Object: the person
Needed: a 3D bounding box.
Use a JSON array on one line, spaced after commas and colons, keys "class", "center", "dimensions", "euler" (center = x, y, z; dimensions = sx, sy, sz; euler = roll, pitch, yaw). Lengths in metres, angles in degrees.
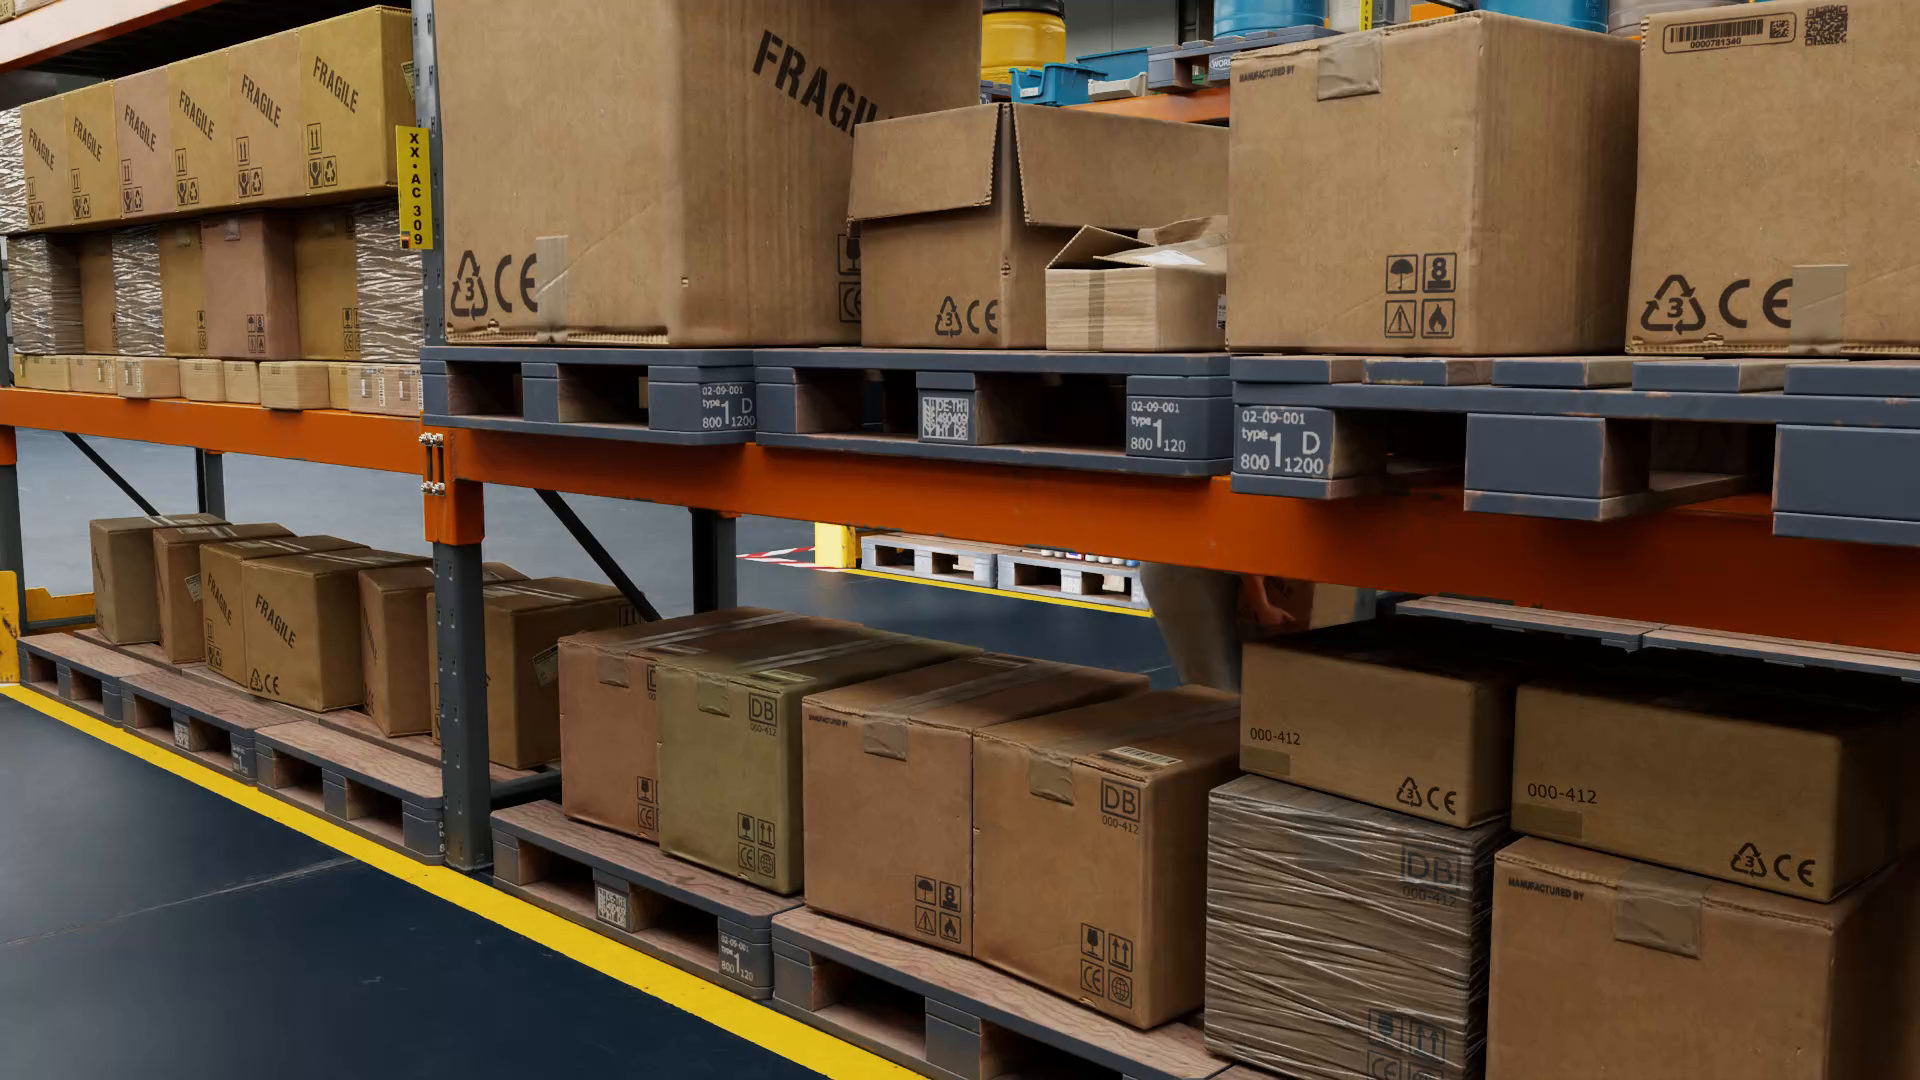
[{"class": "person", "center": [0.864, 0.132, 5.017], "dimensions": [0.650, 1.596, 0.452], "euler": [7, 10, 42]}]
